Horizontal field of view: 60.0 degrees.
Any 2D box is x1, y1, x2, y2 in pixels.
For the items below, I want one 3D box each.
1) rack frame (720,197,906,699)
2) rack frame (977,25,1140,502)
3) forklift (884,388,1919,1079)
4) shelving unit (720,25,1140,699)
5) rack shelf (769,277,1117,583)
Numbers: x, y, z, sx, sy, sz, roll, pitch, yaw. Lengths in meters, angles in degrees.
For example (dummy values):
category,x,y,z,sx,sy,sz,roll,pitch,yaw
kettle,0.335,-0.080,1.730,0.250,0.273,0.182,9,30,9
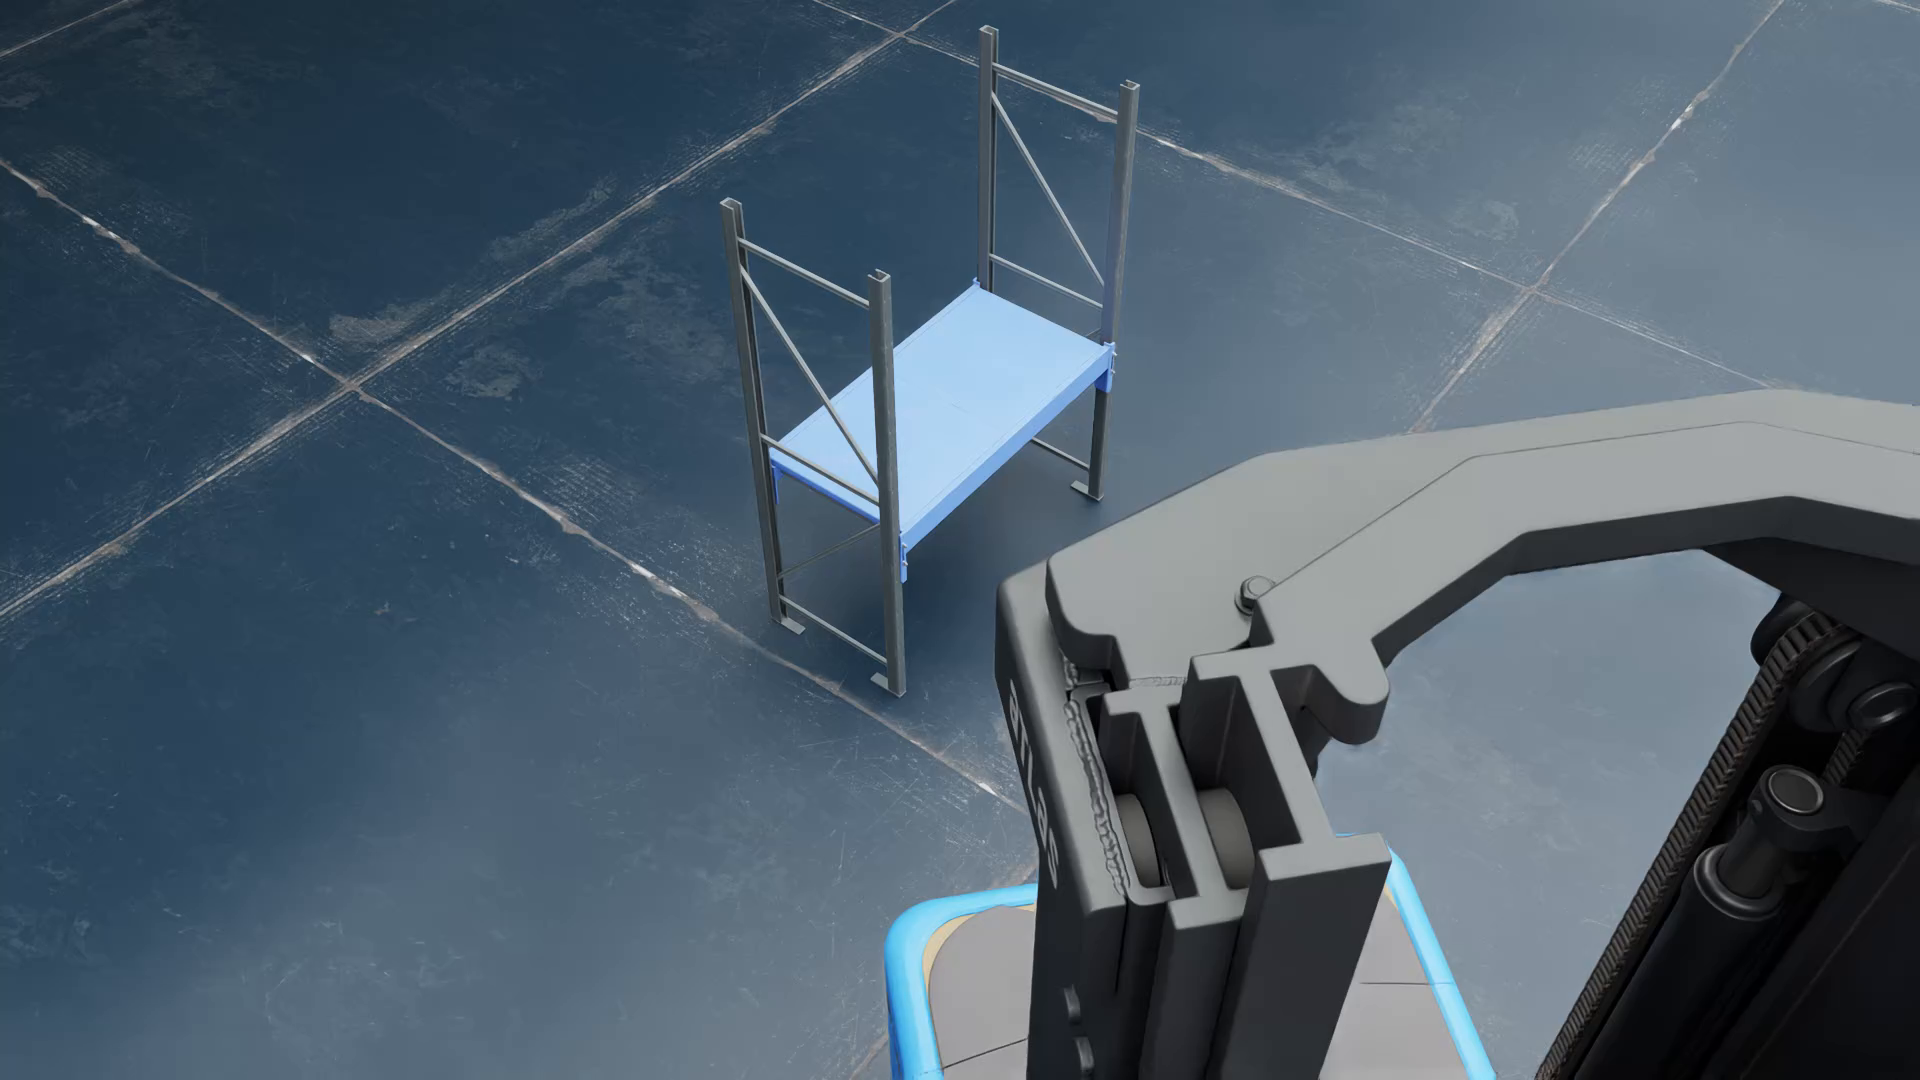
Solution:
category,x,y,z,sx,sy,sz,roll,pitch,yaw
rack frame,-0.363,-0.178,4.383,0.500,1.500,0.032,29,53,25
rack frame,0.259,-0.760,4.939,0.500,1.500,0.032,29,53,25
forklift,0.615,1.403,1.882,1.130,2.935,3.031,-8,47,-7
shelving unit,-0.052,-0.469,4.661,0.538,1.500,1.048,29,53,25
rack shelf,-0.052,-0.345,4.791,0.538,0.185,1.000,29,53,25
